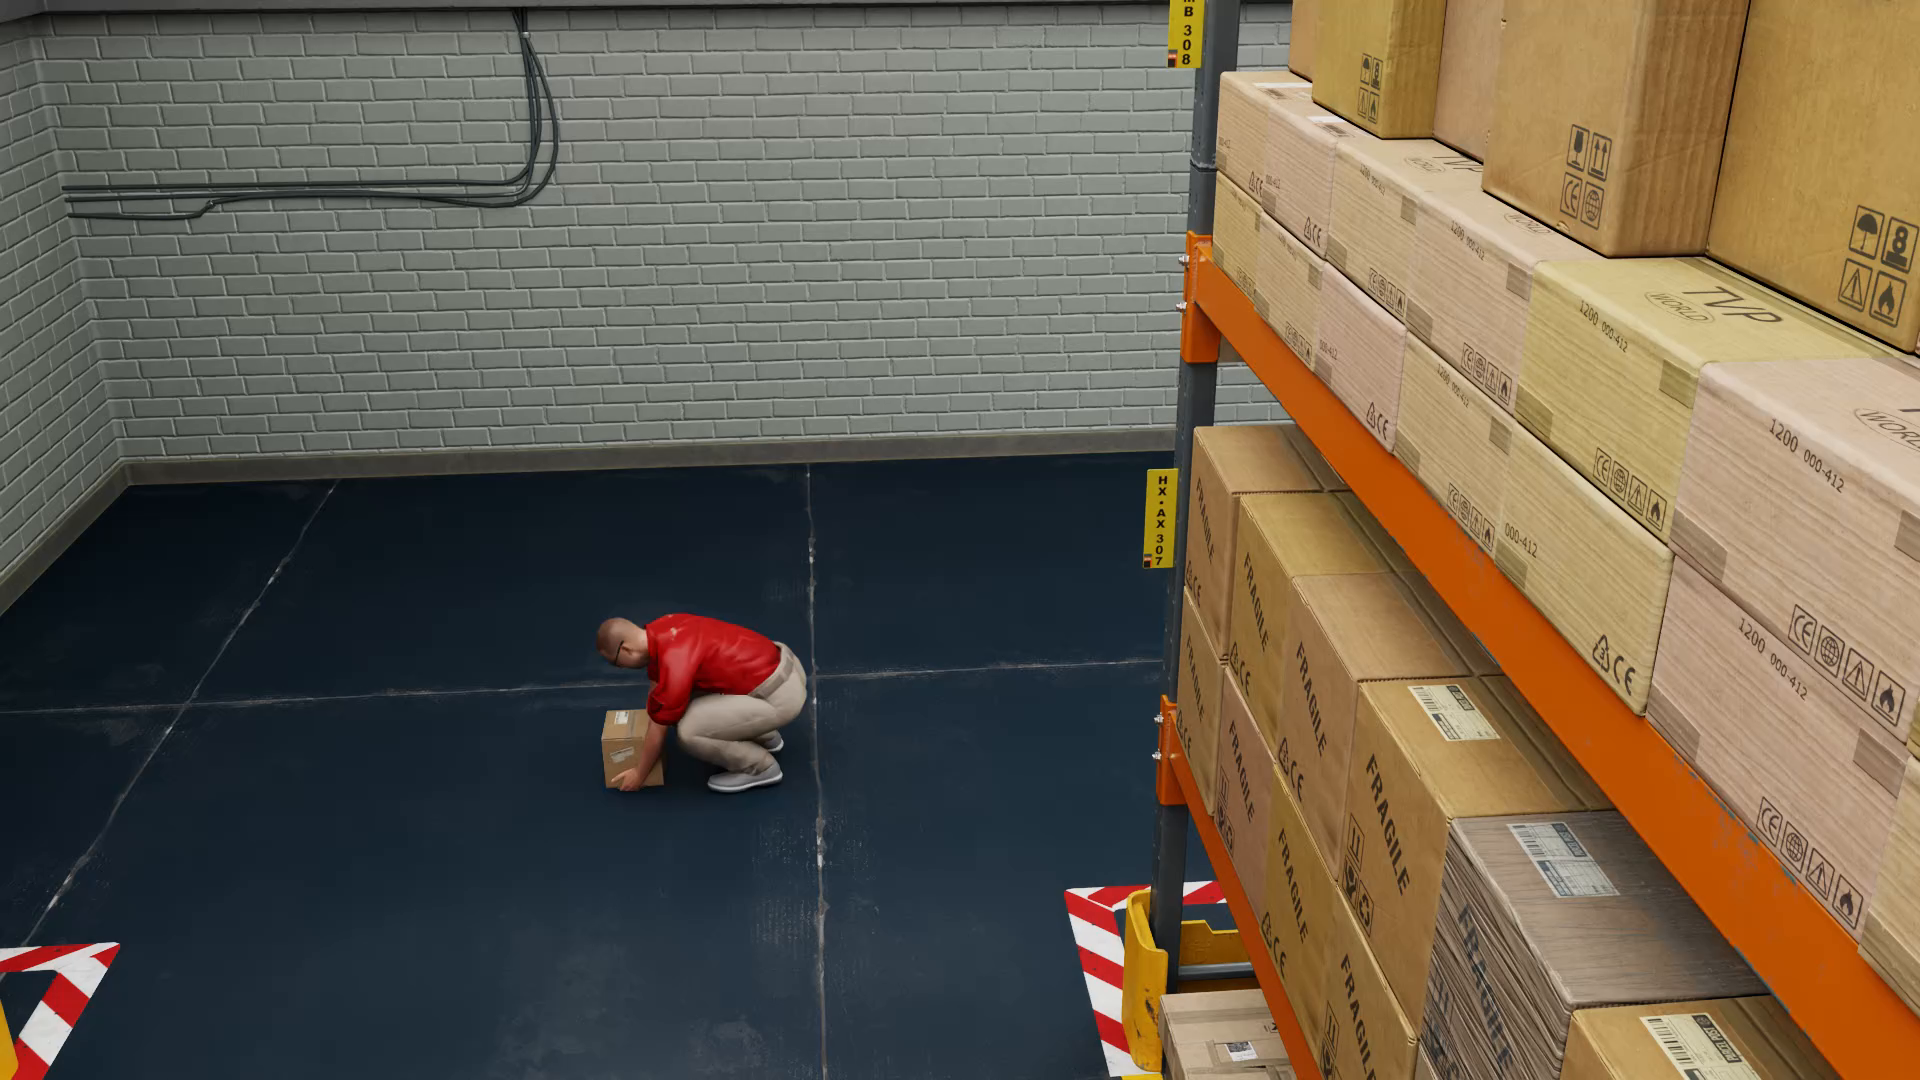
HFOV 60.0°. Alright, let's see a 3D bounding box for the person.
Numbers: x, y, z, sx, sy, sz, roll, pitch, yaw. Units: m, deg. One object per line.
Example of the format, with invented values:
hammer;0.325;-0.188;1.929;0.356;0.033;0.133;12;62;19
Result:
person;-1.113;0.690;7.279;0.882;0.854;0.546;-2;24;-5
